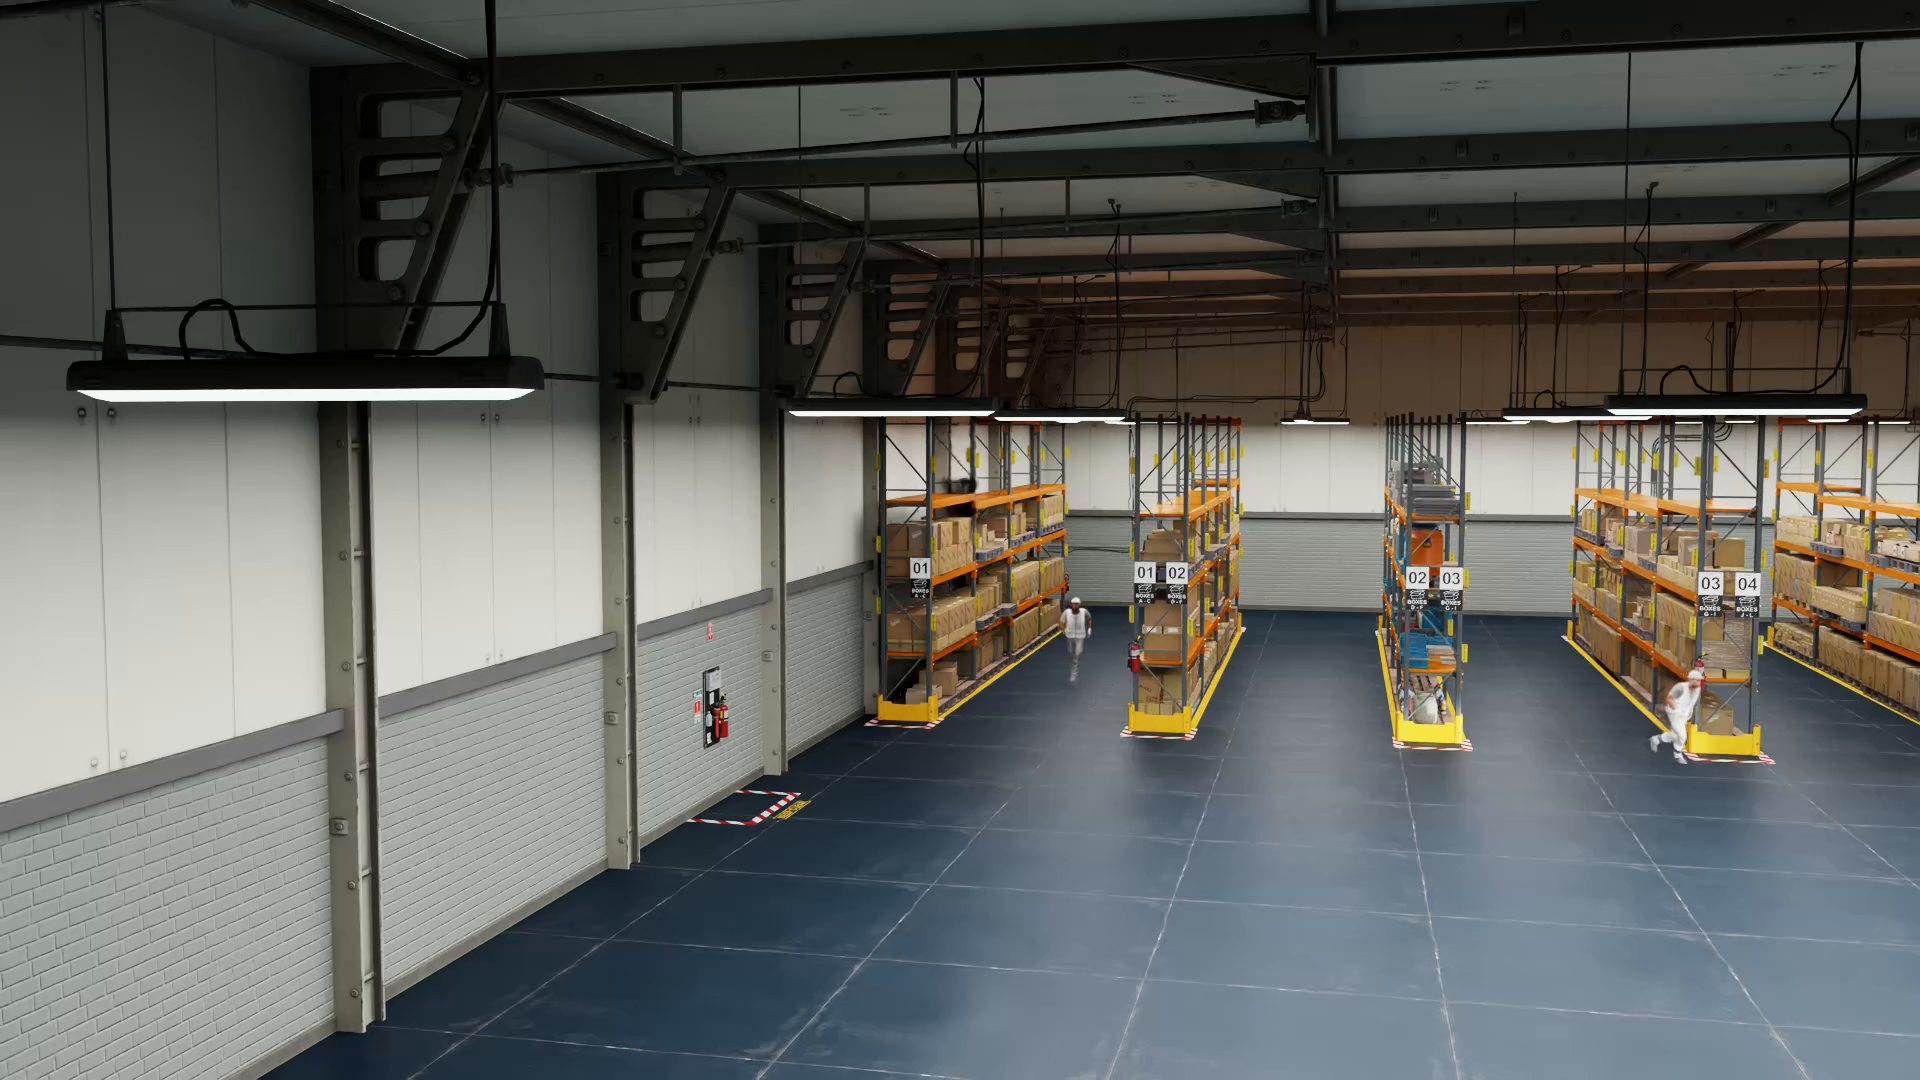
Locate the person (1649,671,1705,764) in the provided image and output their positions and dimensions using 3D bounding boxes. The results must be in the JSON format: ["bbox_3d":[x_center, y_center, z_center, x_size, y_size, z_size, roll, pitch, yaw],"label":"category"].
[{"bbox_3d":[12.298,2.999,28.513,0.659,1.625,1.030,-2,4,-24],"label":"person"}]

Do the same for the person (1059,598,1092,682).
[{"bbox_3d":[2.488,2.130,35.905,0.708,1.801,0.958,0,4,6],"label":"person"}]

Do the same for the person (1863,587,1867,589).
[{"bbox_3d":[23.274,1.989,42.979,0.593,1.721,0.680,0,4,-4],"label":"person"}]
